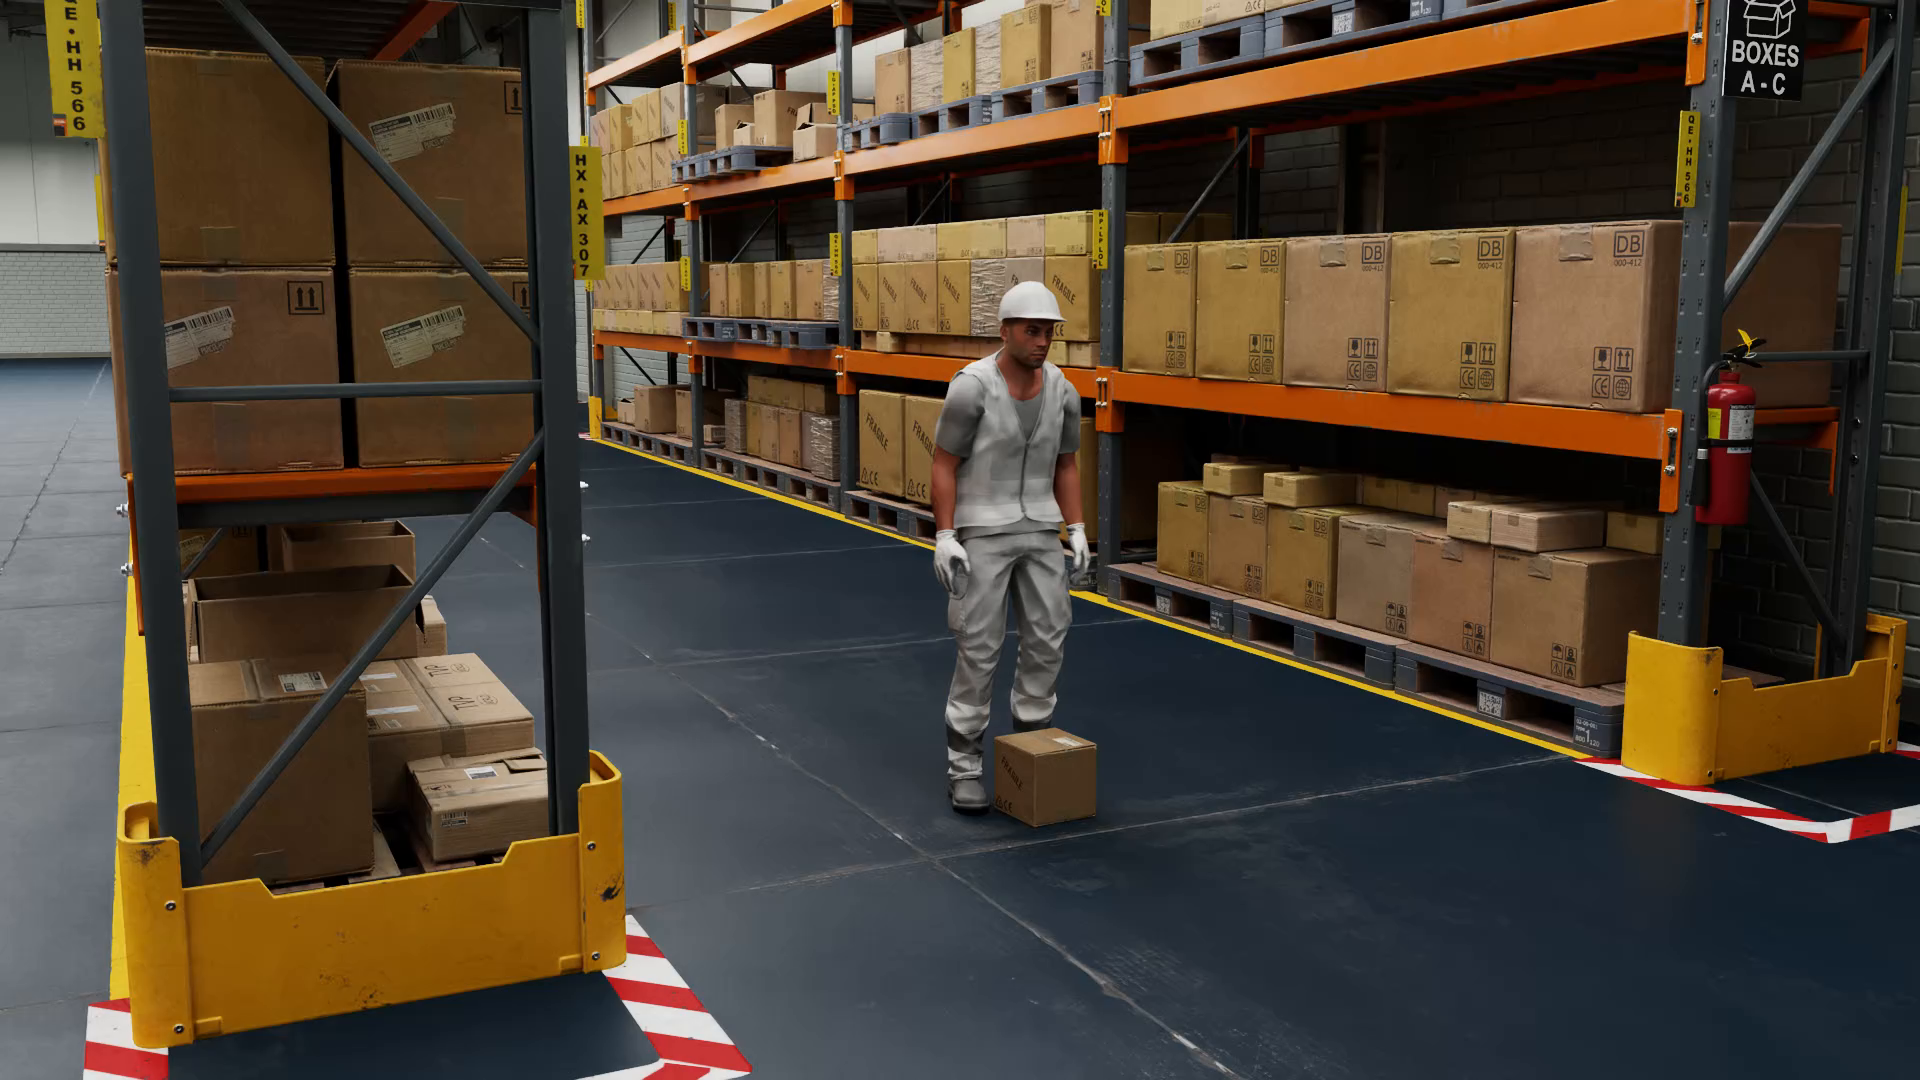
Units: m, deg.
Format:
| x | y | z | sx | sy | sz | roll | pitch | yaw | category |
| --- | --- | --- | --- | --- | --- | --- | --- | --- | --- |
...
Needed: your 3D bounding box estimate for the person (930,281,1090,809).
| x | y | z | sx | sy | sz | roll | pitch | yaw | category |
| --- | --- | --- | --- | --- | --- | --- | --- | --- | --- |
| 0.180 | 0.013 | 5.703 | 0.603 | 1.778 | 0.451 | -4 | 9 | -27 | person |
